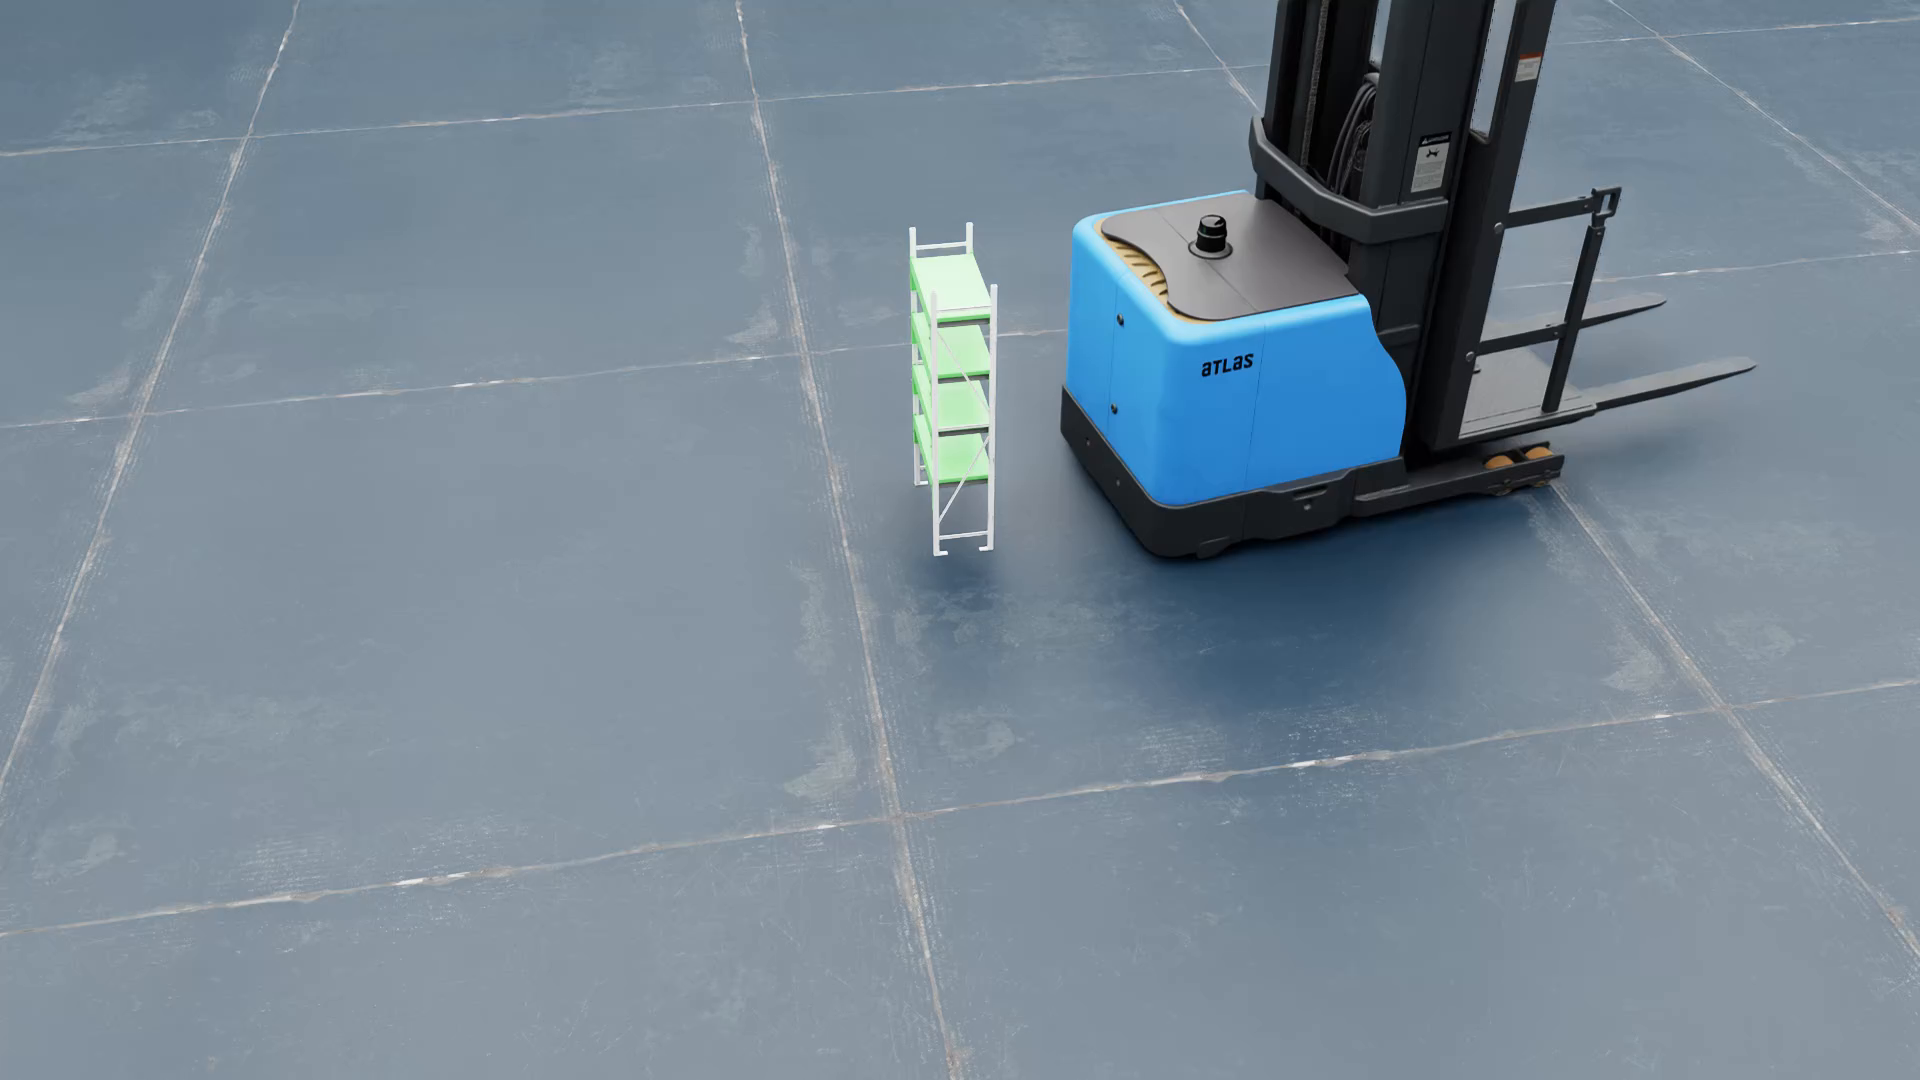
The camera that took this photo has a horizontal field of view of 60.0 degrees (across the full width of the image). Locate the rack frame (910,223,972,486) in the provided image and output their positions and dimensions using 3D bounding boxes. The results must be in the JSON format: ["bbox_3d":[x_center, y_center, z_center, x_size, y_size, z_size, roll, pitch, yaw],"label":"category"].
[{"bbox_3d":[-0.072,-0.721,6.700,0.240,1.200,0.015,-6,38,-8],"label":"rack frame"}]

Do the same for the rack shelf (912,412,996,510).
[{"bbox_3d":[-0.029,-0.334,6.697,0.258,0.148,0.480,-6,38,-8],"label":"rack shelf"}]

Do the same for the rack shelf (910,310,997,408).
[{"bbox_3d":[-0.029,-0.713,6.403,0.258,0.148,0.480,-6,38,-8],"label":"rack shelf"}]

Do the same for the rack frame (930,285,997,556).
[{"bbox_3d":[0.014,-0.426,6.321,0.240,1.200,0.015,-6,38,-8],"label":"rack frame"}]

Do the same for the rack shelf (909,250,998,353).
[{"bbox_3d":[-0.029,-0.902,6.255,0.258,0.148,0.480,-6,38,-8],"label":"rack shelf"}]

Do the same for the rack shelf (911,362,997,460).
[{"bbox_3d":[-0.029,-0.523,6.550,0.258,0.148,0.480,-6,38,-8],"label":"rack shelf"}]

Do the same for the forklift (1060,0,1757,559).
[{"bbox_3d":[2.010,-1.635,6.466,3.031,2.935,1.130,-13,40,-16],"label":"forklift"}]

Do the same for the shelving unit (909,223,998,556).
[{"bbox_3d":[-0.029,-0.574,6.511,0.258,1.200,0.503,-6,38,-8],"label":"shelving unit"}]
